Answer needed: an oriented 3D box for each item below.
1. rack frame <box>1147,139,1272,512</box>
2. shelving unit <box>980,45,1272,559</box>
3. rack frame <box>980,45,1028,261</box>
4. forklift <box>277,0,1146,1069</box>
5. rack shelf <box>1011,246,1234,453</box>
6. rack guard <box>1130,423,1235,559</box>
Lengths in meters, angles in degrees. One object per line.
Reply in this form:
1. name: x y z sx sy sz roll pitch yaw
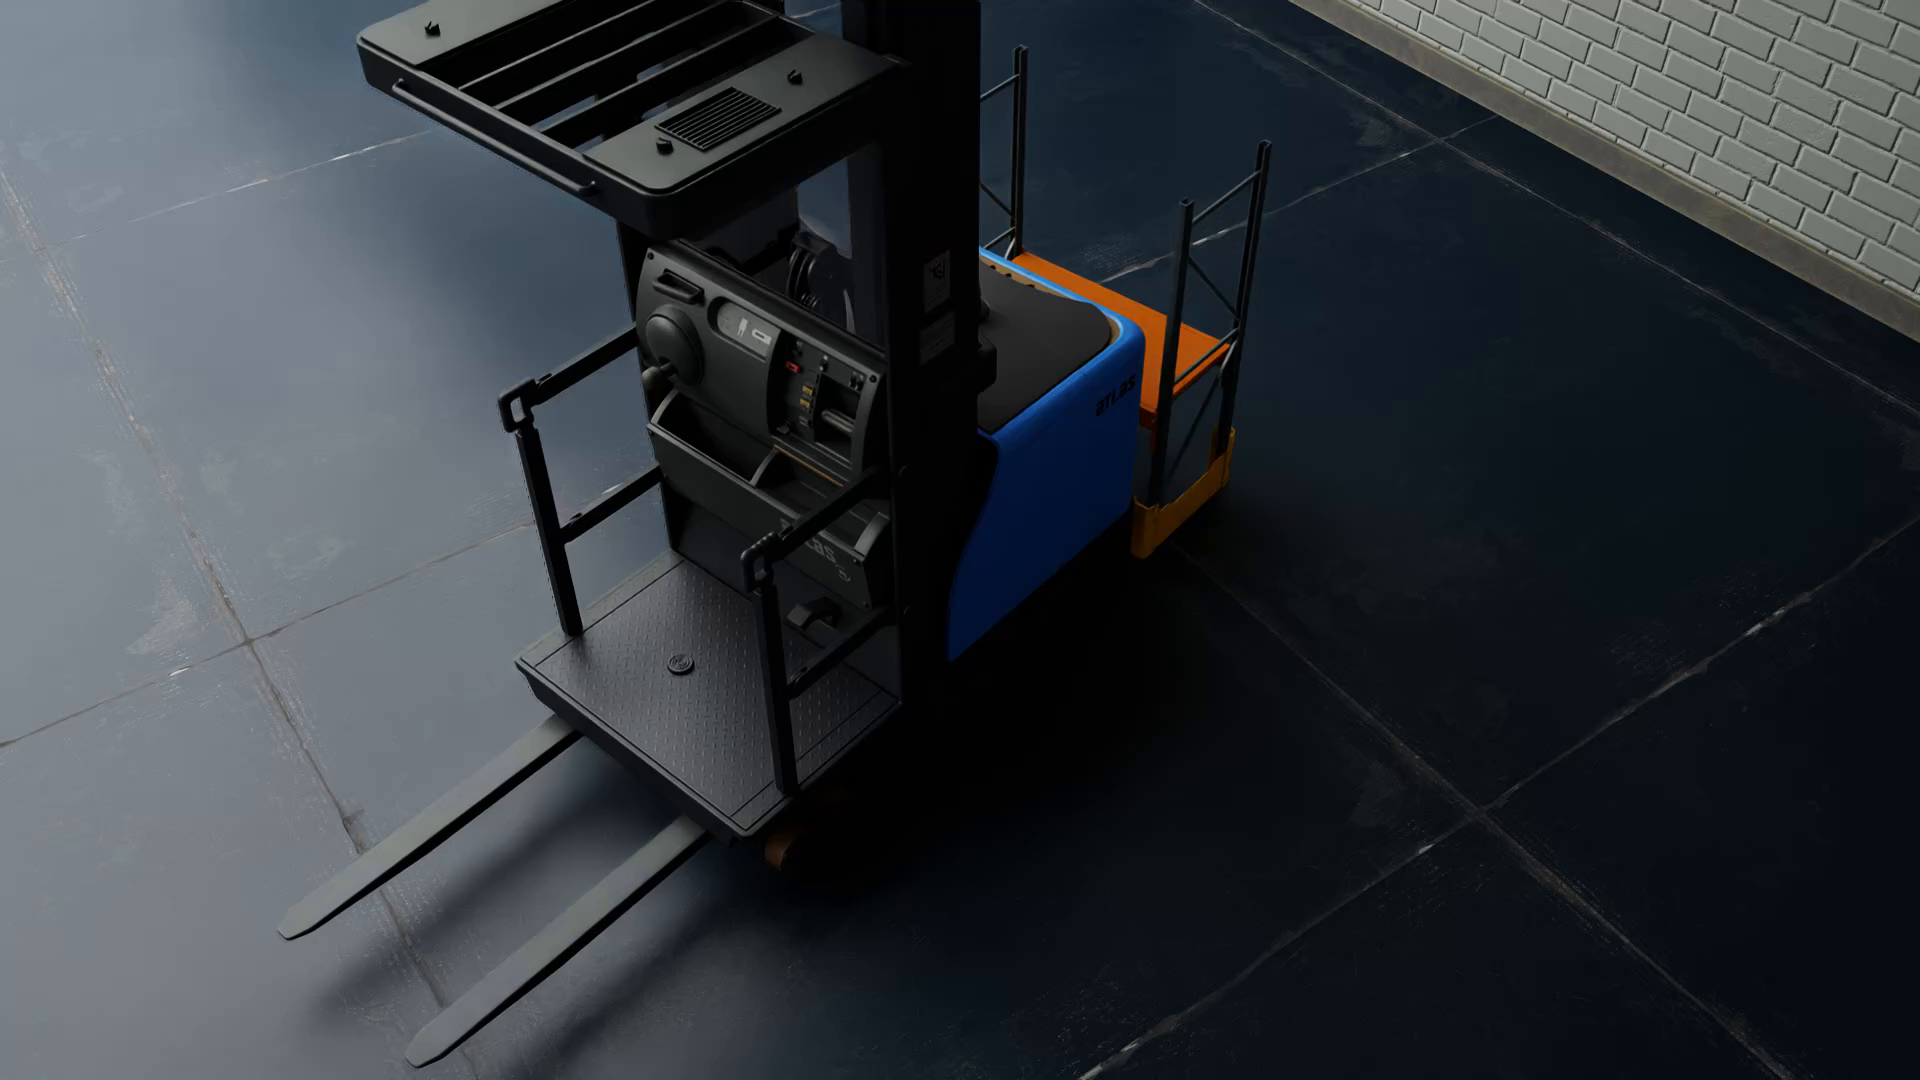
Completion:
1. rack frame: 0.852 -0.633 5.827 0.032 1.500 0.500 30 51 28
2. shelving unit: 0.454 -0.862 6.067 1.083 1.500 0.587 30 51 28
3. rack frame: 0.071 -1.082 6.298 0.032 1.500 0.500 30 51 28
4. forklift: -0.718 -0.427 4.575 1.130 2.935 3.031 31 52 28
5. rack shelf: 0.461 -0.728 6.187 1.000 0.185 0.538 30 51 28
6. rack guard: 0.837 -0.190 6.268 0.087 0.250 0.587 30 51 28
